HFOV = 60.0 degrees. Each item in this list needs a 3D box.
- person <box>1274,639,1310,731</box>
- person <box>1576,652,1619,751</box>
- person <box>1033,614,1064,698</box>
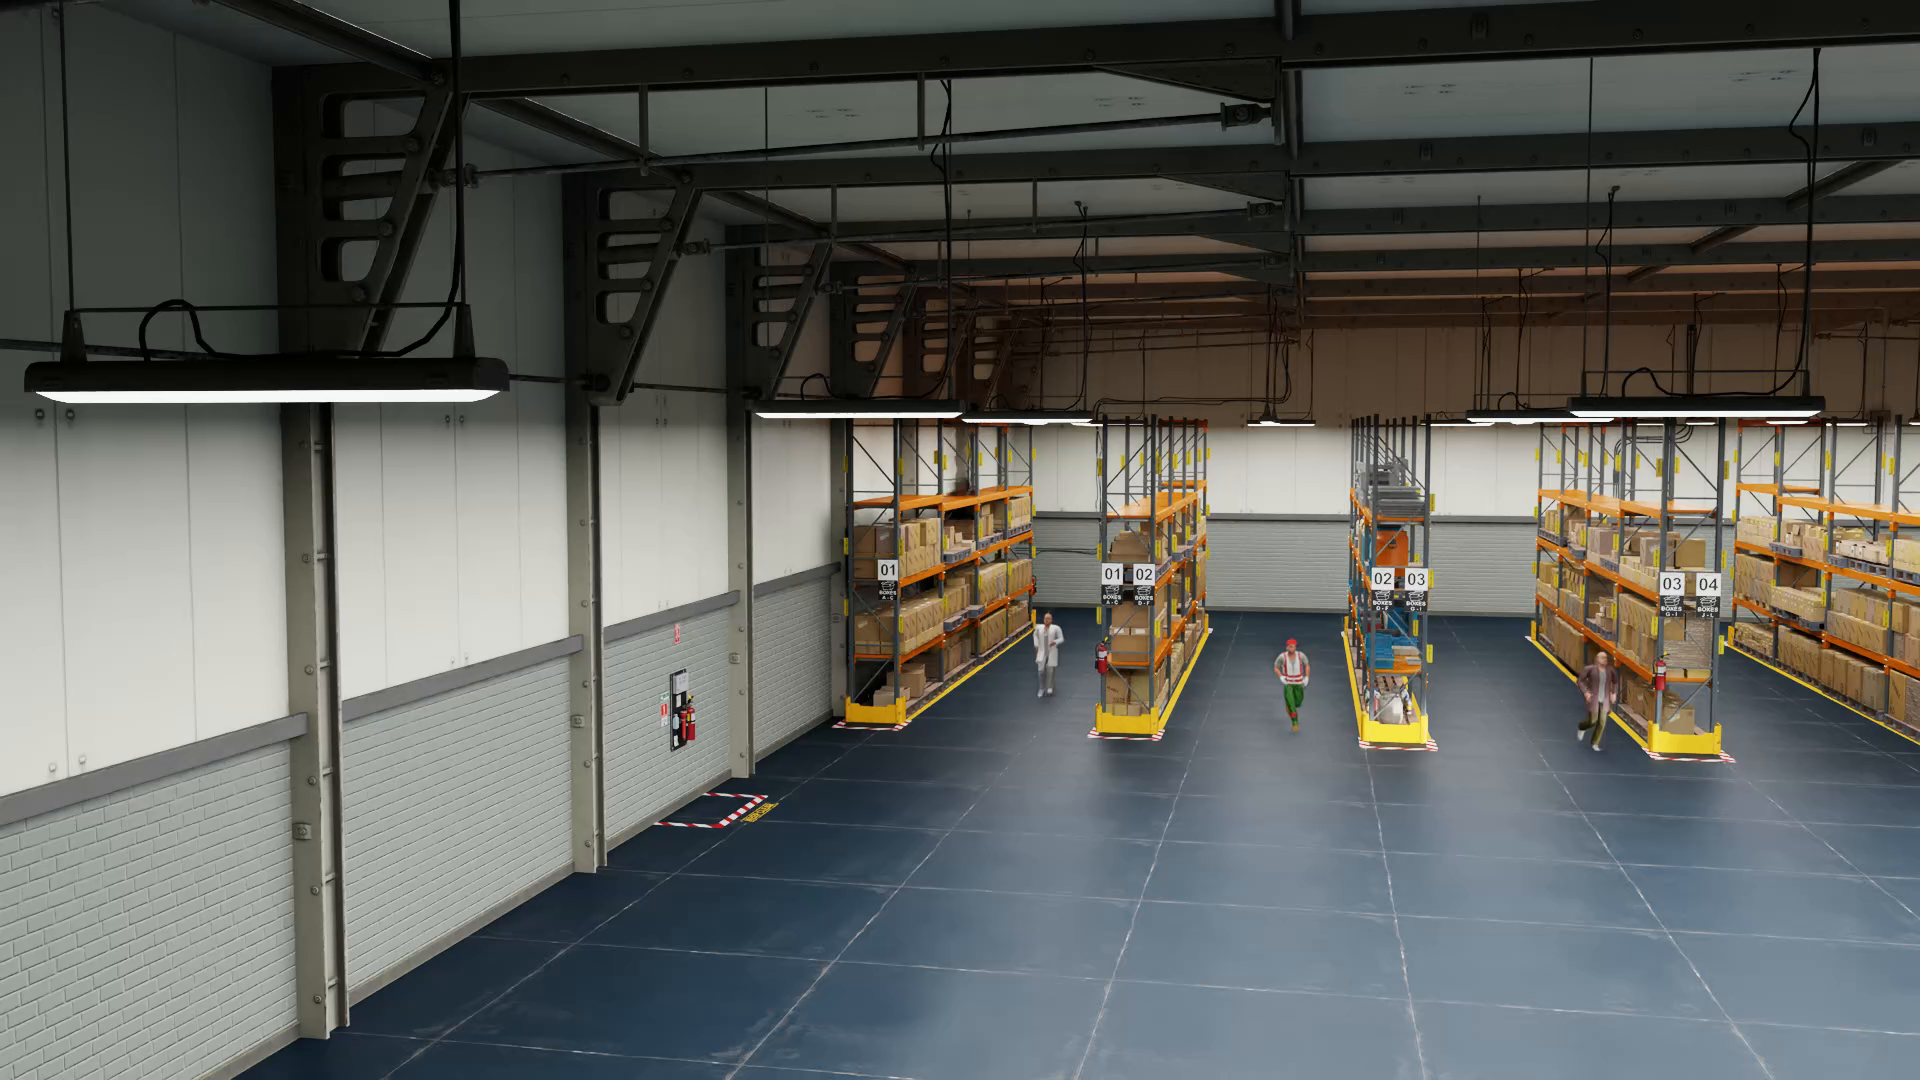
[{"bbox_3d":[6.357,2.749,31.894,0.680,1.749,0.787,0,4,-1],"label":"person"},{"bbox_3d":[11.485,2.893,29.940,0.743,1.777,0.675,0,4,-3],"label":"person"},{"bbox_3d":[1.879,2.479,35.607,0.694,1.815,0.807,1,4,11],"label":"person"}]
